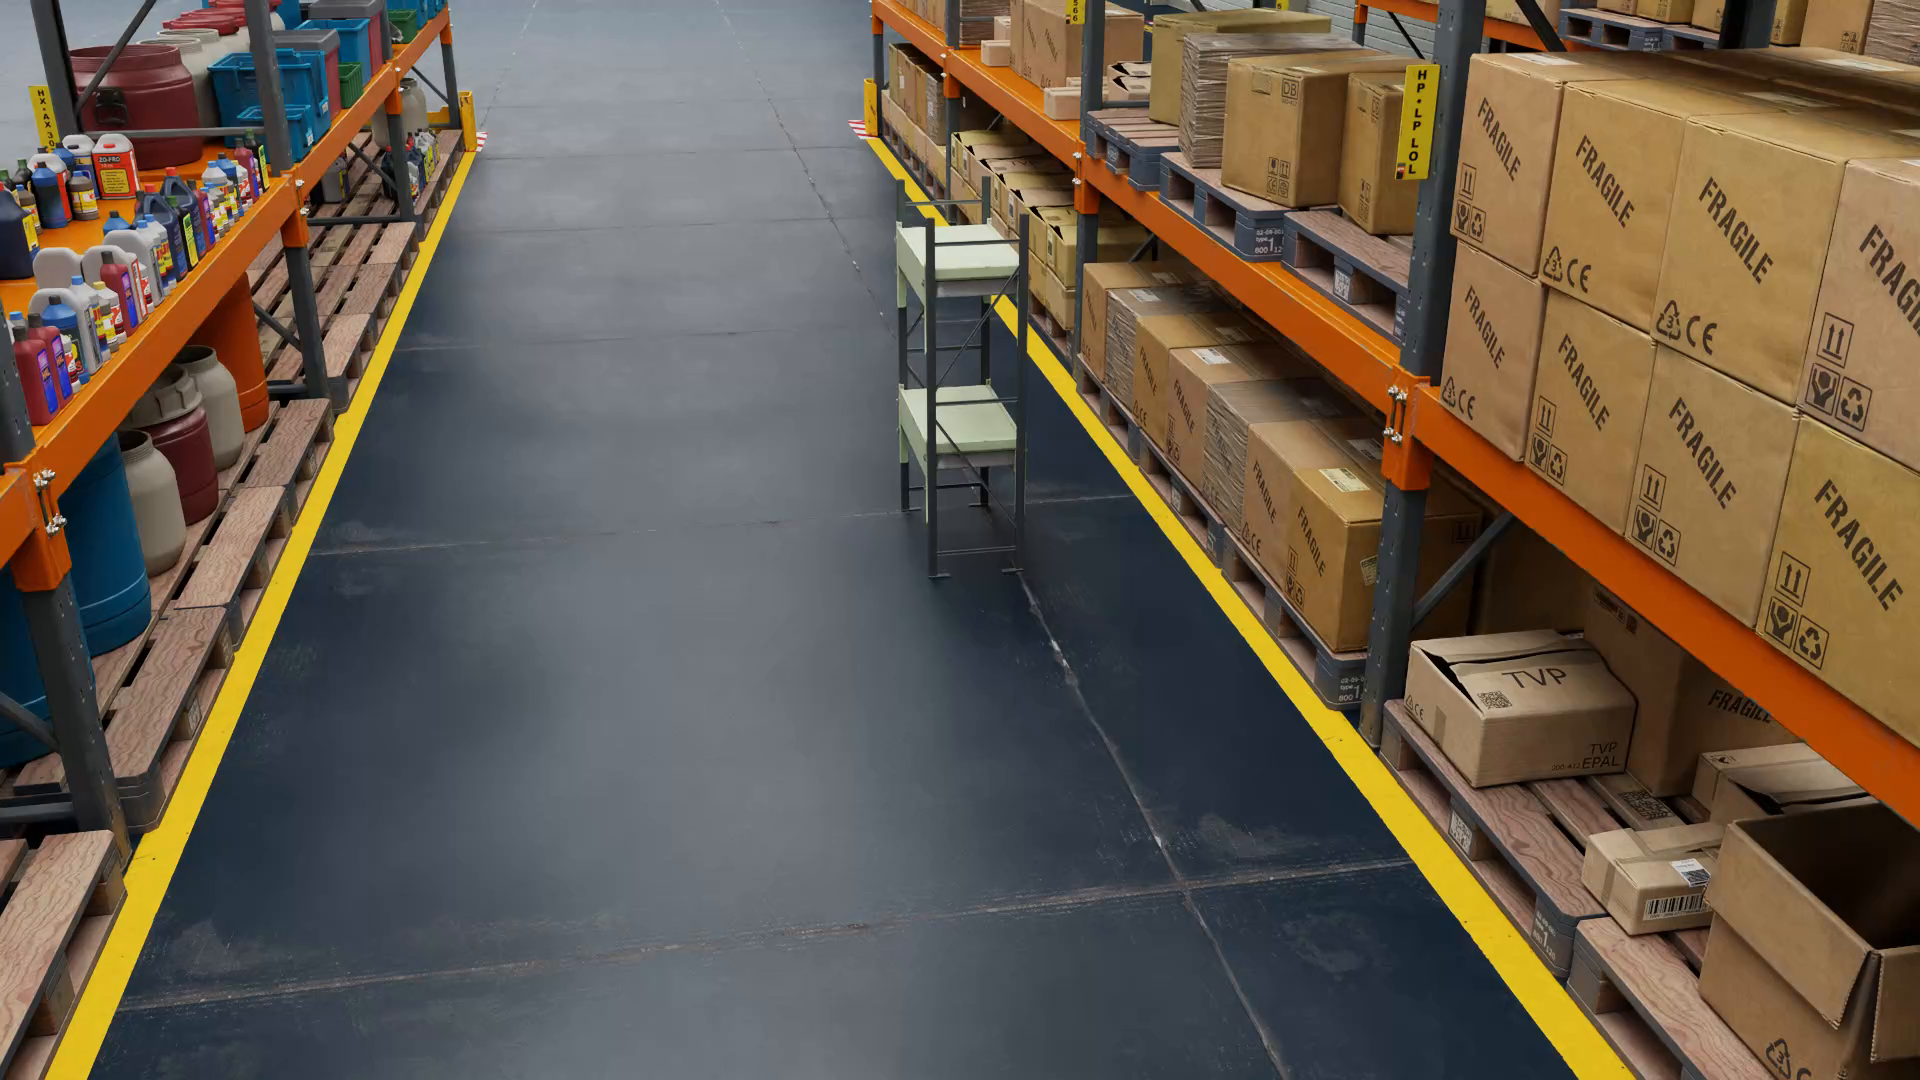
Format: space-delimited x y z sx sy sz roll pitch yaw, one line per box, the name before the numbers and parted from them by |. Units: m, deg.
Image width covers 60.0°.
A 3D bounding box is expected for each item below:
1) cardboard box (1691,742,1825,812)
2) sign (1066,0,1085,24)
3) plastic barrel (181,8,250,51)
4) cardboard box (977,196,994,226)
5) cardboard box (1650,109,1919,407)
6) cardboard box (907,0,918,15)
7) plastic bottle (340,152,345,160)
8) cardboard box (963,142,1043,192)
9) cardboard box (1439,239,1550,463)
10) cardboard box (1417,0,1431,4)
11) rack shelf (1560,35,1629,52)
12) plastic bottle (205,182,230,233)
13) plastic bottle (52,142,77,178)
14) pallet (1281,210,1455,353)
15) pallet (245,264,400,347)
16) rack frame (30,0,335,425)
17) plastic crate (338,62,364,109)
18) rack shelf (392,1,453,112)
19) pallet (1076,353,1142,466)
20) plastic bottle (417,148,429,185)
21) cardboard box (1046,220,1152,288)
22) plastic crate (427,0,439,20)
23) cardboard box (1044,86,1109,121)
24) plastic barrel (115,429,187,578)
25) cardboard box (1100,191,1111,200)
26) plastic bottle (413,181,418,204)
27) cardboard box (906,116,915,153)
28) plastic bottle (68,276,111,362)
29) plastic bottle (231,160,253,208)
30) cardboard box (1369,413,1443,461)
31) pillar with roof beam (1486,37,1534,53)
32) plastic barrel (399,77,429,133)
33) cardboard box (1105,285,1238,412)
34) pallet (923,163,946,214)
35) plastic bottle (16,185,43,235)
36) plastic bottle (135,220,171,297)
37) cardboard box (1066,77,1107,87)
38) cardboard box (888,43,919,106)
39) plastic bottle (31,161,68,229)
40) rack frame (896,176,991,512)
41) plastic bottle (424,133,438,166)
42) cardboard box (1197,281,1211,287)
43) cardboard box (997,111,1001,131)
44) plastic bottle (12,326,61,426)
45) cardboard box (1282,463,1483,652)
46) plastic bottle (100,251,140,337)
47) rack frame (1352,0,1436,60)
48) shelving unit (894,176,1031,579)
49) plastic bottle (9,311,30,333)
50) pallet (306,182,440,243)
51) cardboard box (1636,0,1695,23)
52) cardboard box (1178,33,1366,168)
cardboard box | 2.385 0.728 4.847 0.380 0.149 0.250 -4 24 -10
sign | 0.588 -2.784 8.431 0.100 0.325 0.005 -4 24 -10
plastic barrel | -4.378 -2.886 9.939 0.433 0.535 0.433 0 24 0
cardboard box | 0.416 -2.220 11.497 0.500 0.250 0.500 -5 24 -11
cardboard box | 1.874 -0.616 3.538 0.500 0.500 0.500 -5 24 -11
cardboard box | -0.085 -4.902 14.602 0.700 0.500 0.500 -4 24 -9
plastic bottle | -4.894 -2.968 13.142 0.061 0.283 0.133 -4 24 -10
cardboard box | 0.312 -2.681 11.850 0.500 0.311 0.500 -5 24 -10
cardboard box | 1.699 -0.548 4.632 0.500 0.500 0.500 -4 24 -8
cardboard box | 4.498 -5.132 15.415 0.500 0.250 0.500 -5 24 -11
rack shelf | 5.631 -3.121 11.548 1.077 0.370 4.000 -4 24 -10
plastic bottle | -3.105 -1.384 6.918 0.097 0.201 0.097 0 24 0
plastic bottle | -3.979 -1.630 7.396 0.097 0.271 0.097 0 24 0
pallet | 1.832 -0.957 5.934 1.003 0.211 1.213 -4 24 -10
pallet | -4.063 -1.440 10.283 1.003 0.211 1.213 -4 24 -10
rack frame | -3.736 -1.931 7.924 1.000 3.000 0.127 -4 24 -10
plastic crate | -3.876 -2.743 10.048 0.450 0.188 0.662 -4 24 -10
rack shelf | -4.845 -3.961 13.471 1.077 0.370 4.000 -4 24 -10
pallet | 1.234 -0.722 8.639 1.003 0.211 1.213 -4 24 -10
plastic bottle | -4.241 -2.952 13.105 0.061 0.283 0.133 -3 24 -7
cardboard box | 0.794 -1.673 9.544 0.500 0.311 0.500 -4 24 -8
plastic crate | -4.714 -4.579 14.173 0.499 0.251 0.408 -4 24 -10
cardboard box | 0.695 -2.514 9.573 0.380 0.149 0.250 -4 24 -10
plastic barrel | -3.227 -0.133 6.389 0.421 0.512 0.421 0 24 0
cardboard box | 1.127 -2.120 10.567 0.500 0.311 0.500 -5 24 -11
plastic bottle | -4.122 -2.621 12.451 0.097 0.201 0.097 0 24 0
cardboard box | -0.190 -3.558 14.559 0.500 0.250 0.500 -4 24 -10
plastic bottle | -2.769 -0.701 5.267 0.097 0.271 0.097 0 24 0
plastic bottle | -3.196 -1.575 7.357 0.097 0.201 0.097 0 24 0
cardboard box | 1.913 -0.196 6.525 0.500 0.500 0.500 -4 24 -9
pillar with roof beam | 1.270 -8.030 14.393 9.100 9.000 0.400 -4 24 -10
plastic barrel | -5.018 -3.877 14.963 0.421 0.512 0.421 0 24 0
cardboard box | 1.039 -0.947 8.243 0.500 0.500 0.500 -5 24 -12
pallet | 0.287 -2.908 13.644 1.003 0.211 1.213 -4 24 -10
plastic bottle | -3.869 -1.364 6.873 0.097 0.201 0.097 0 24 0
plastic bottle | -2.916 -1.012 5.980 0.097 0.271 0.097 0 24 0
cardboard box | 0.842 -2.679 9.949 0.380 0.149 0.250 -3 24 -6
cardboard box | -0.371 -4.295 15.310 0.500 0.500 0.500 -4 24 -10
plastic bottle | -3.833 -1.453 6.990 0.097 0.271 0.097 0 24 0
rack frame | -0.069 -0.834 7.285 0.400 1.500 0.023 -4 24 -10
plastic bottle | -4.425 -3.240 13.774 0.152 0.276 0.135 -4 24 -9
cardboard box | 1.325 -1.456 9.748 0.500 0.250 0.500 -4 24 -10
cardboard box | 0.515 -3.547 13.598 0.500 0.500 0.500 -4 24 -10
plastic bottle | -2.645 -0.480 4.747 0.061 0.283 0.133 -4 24 -10
cardboard box | 1.500 0.048 5.965 0.500 0.500 0.500 -4 24 -10
plastic bottle | -2.809 -0.829 5.547 0.061 0.283 0.133 -4 24 -10
rack frame | 4.521 -5.811 16.807 1.000 3.000 0.127 -4 24 -10
shelving unit | -0.001 -0.690 6.956 0.431 1.500 0.755 -4 24 -10
plastic bottle | -2.894 -0.604 5.134 0.097 0.201 0.097 0 24 0
pallet | -4.559 -2.494 12.696 1.003 0.211 1.213 -4 24 -10
cardboard box | 5.418 -4.062 12.128 0.700 0.500 0.500 -2 24 -4
cardboard box | 1.342 -1.921 7.252 0.700 0.500 0.500 0 24 0
